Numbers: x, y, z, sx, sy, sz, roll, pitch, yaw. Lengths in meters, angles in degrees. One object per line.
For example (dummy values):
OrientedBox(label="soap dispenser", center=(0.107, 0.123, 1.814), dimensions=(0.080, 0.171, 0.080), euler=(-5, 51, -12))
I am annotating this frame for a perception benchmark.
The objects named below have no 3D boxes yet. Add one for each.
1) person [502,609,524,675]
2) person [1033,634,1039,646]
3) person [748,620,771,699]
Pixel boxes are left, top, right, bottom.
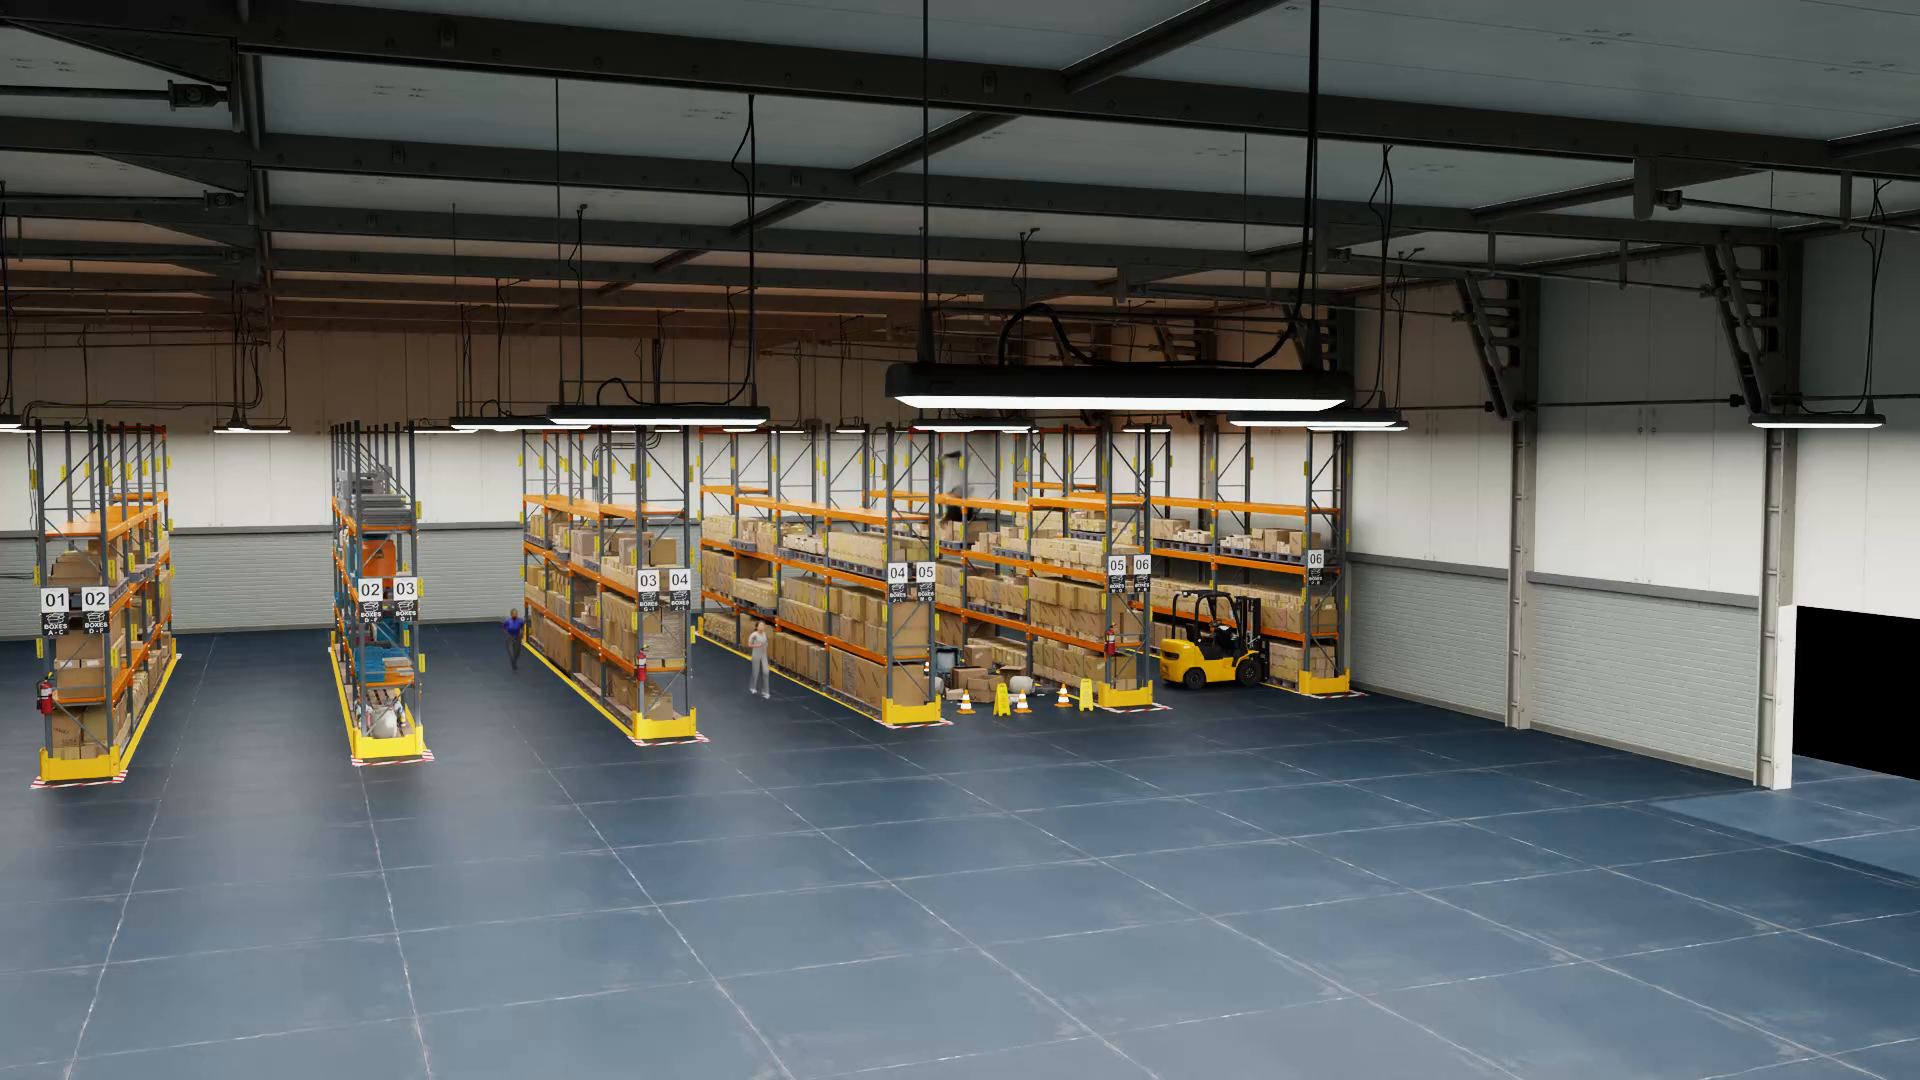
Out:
OrientedBox(label="person", center=(-10.774, 2.438, 40.116), dimensions=(0.539, 1.601, 0.699), euler=(-1, 4, -22))
OrientedBox(label="person", center=(2.123, 2.103, 43.681), dimensions=(0.715, 1.727, 1.048), euler=(-1, 4, -21))
OrientedBox(label="person", center=(-4.430, 2.613, 36.452), dimensions=(0.543, 1.721, 0.800), euler=(-3, 4, -35))
